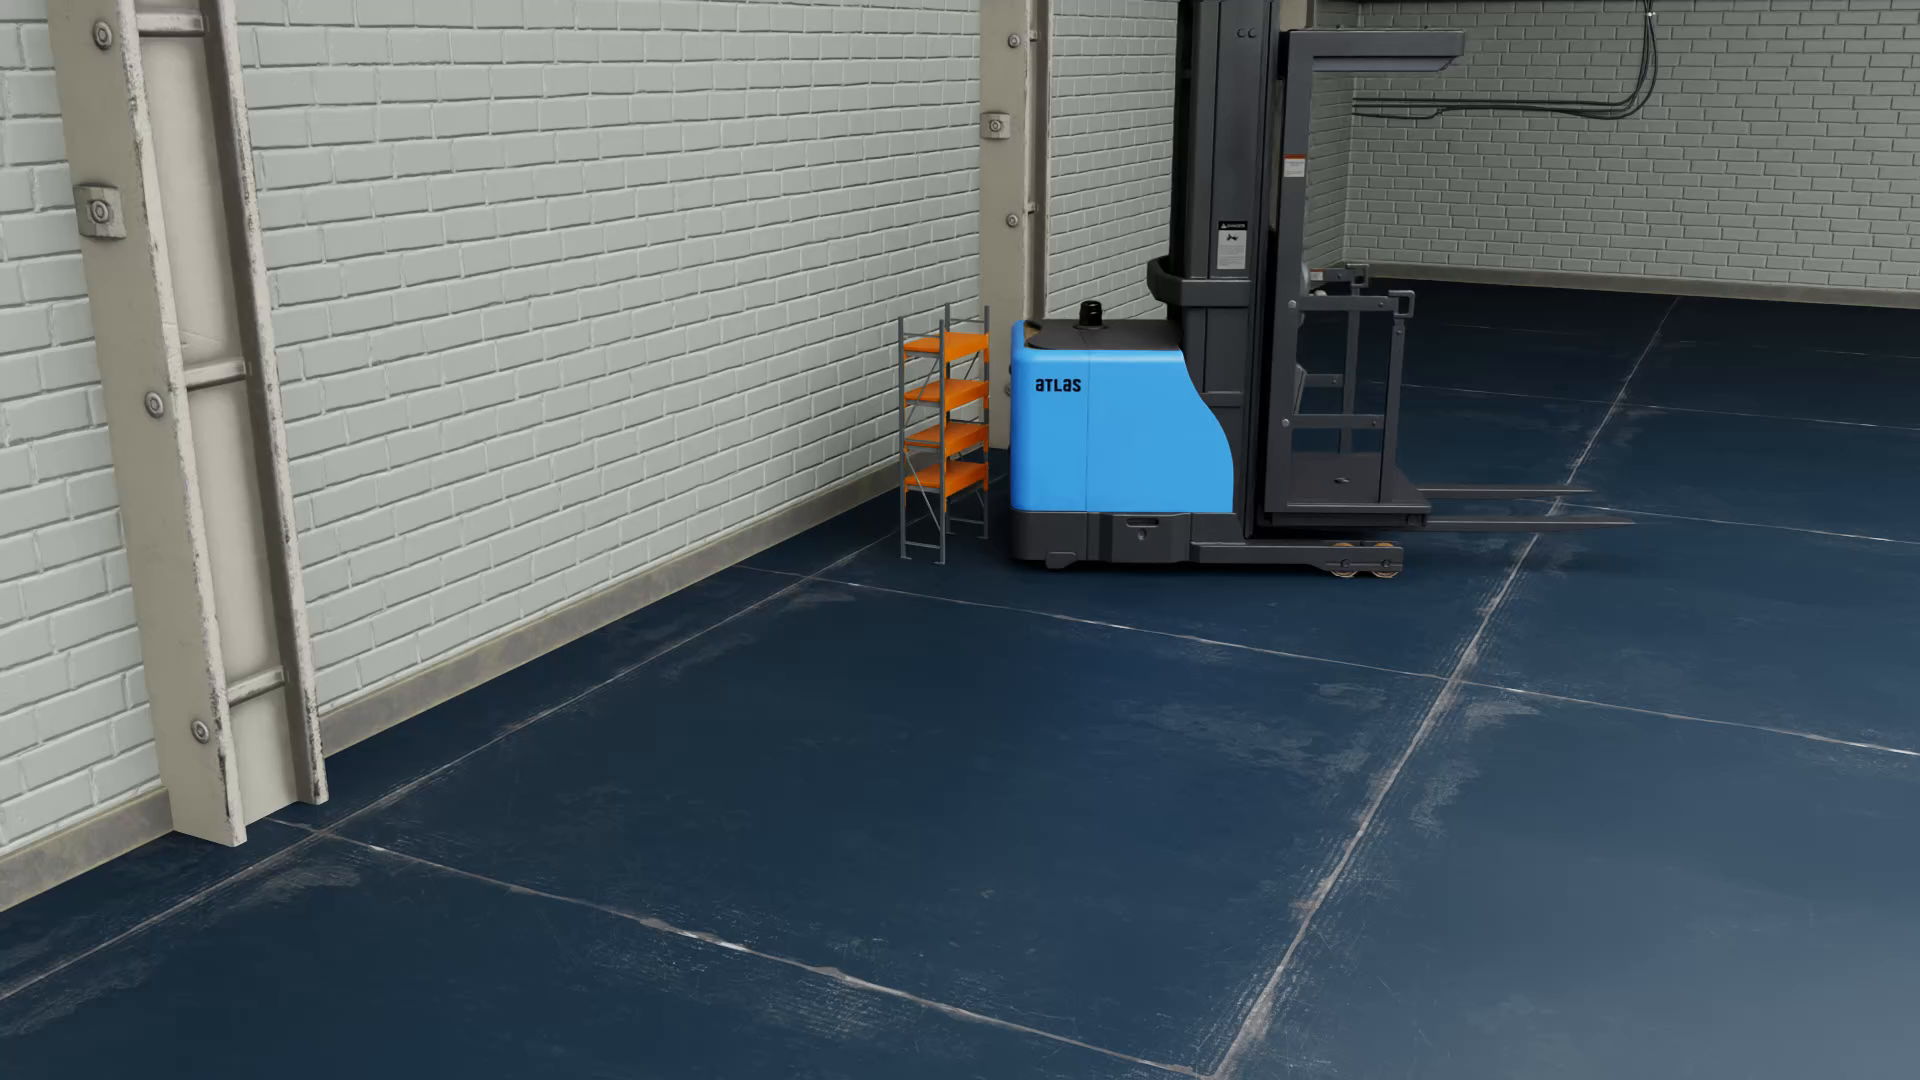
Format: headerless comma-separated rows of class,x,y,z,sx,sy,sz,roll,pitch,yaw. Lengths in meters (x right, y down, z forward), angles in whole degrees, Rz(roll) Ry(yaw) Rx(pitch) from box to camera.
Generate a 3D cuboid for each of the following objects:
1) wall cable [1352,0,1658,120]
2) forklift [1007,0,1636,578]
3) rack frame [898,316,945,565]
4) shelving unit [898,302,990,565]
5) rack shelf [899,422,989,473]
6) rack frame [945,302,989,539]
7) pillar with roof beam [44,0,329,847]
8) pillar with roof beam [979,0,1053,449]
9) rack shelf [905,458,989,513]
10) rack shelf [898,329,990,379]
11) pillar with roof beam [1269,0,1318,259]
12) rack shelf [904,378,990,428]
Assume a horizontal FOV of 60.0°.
wall cable,5.517,-5.563,16.902,3.097,2.526,0.112,8,18,25
forklift,1.755,-1.378,8.015,3.031,2.935,1.130,0,17,2
rack frame,-0.183,-0.471,8.002,0.240,1.200,0.015,8,18,25
shelving unit,-0.074,-0.533,8.212,0.258,1.200,0.503,8,18,25
rack shelf,-0.074,-0.469,8.231,0.258,0.148,0.480,8,18,25
rack frame,0.035,-0.595,8.421,0.240,1.200,0.015,8,18,25
pillar with roof beam,1.507,-2.865,2.365,9.100,9.000,0.400,8,18,25
pillar with roof beam,4.188,-4.393,7.511,9.100,9.000,0.400,8,18,25
rack shelf,-0.074,-0.278,8.287,0.258,0.148,0.480,8,18,25
rack shelf,-0.074,-0.910,8.100,0.258,0.148,0.480,8,18,25
pillar with roof beam,6.869,-5.922,12.656,9.100,9.000,0.400,8,18,25
rack shelf,-0.074,-0.683,8.167,0.258,0.148,0.480,8,18,25
